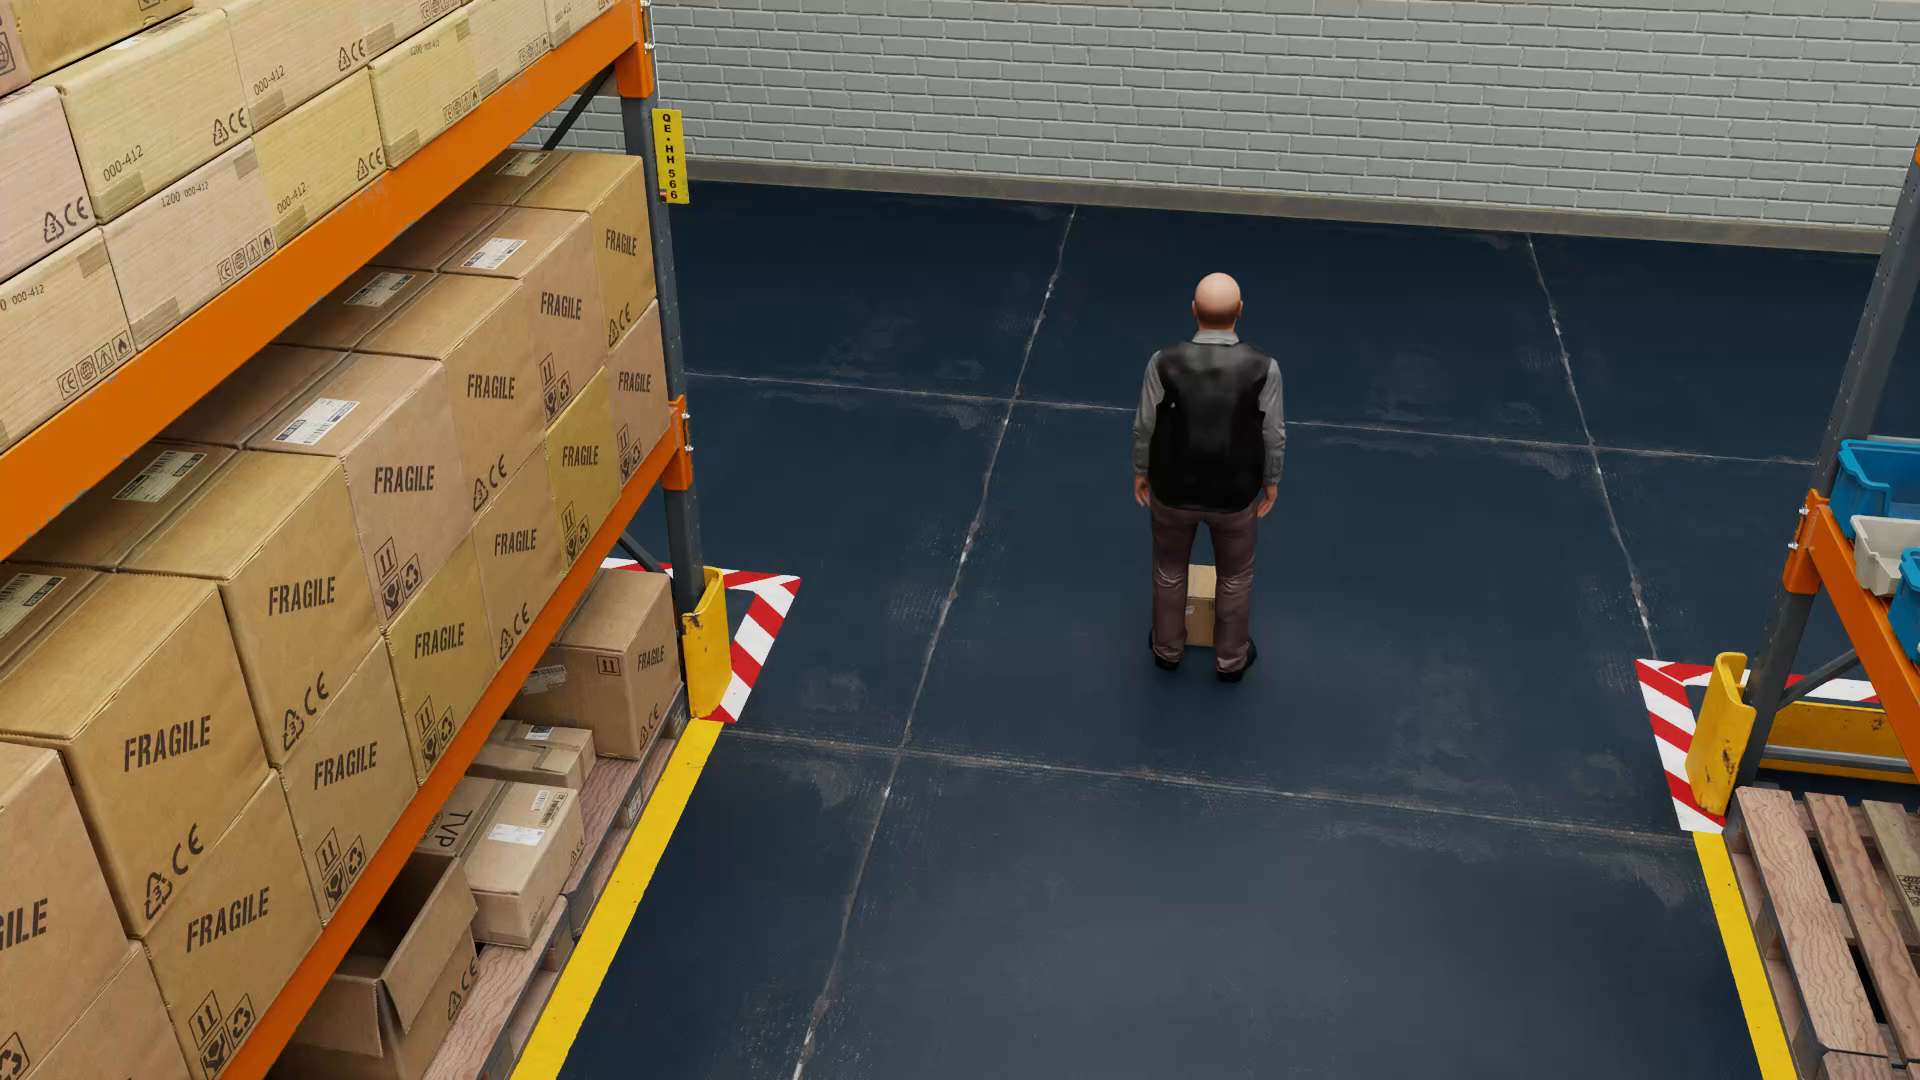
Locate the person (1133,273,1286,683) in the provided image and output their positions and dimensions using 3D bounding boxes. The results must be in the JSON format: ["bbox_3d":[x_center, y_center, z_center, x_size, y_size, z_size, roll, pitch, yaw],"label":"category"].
[{"bbox_3d":[0.956,-0.210,6.493,0.580,1.722,0.460,5,33,8],"label":"person"}]
